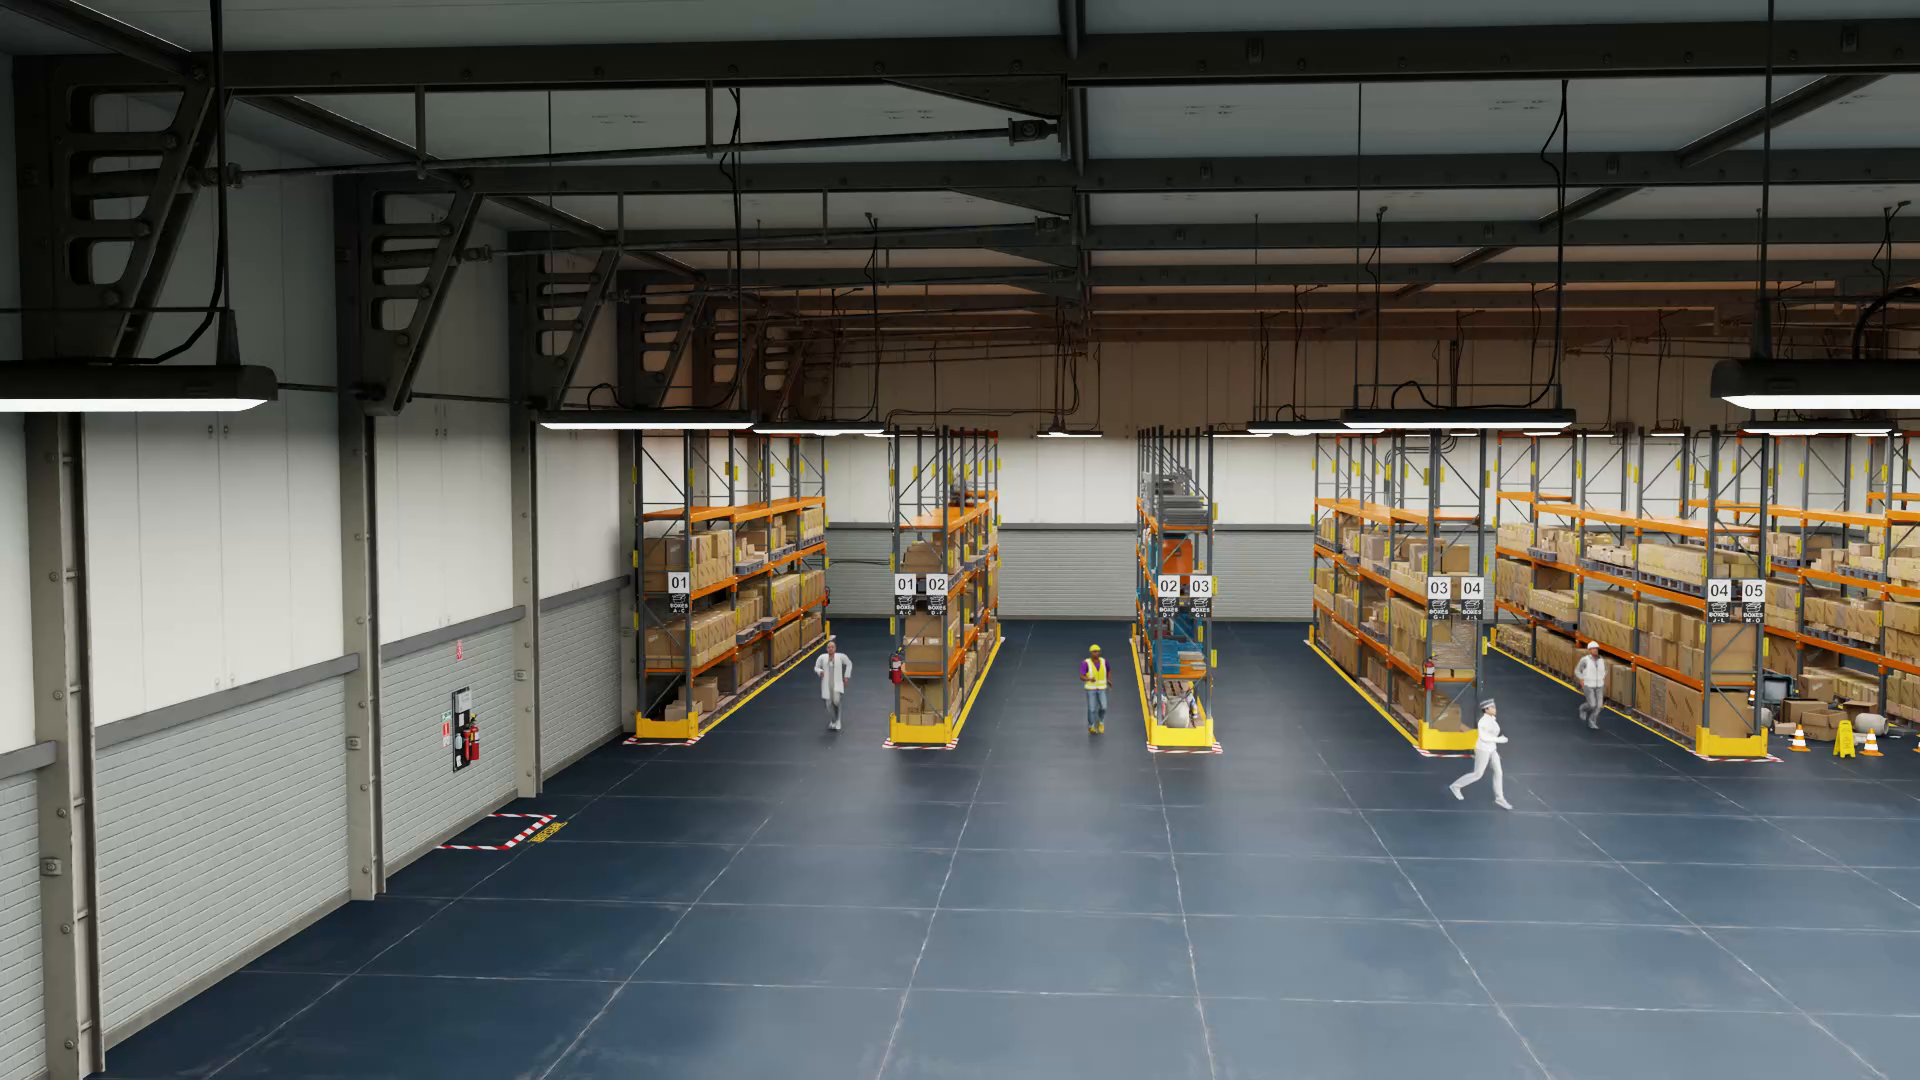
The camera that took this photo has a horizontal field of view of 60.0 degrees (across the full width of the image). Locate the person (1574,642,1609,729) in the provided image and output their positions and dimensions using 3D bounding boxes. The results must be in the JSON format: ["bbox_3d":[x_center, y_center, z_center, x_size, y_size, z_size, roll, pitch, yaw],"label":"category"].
[{"bbox_3d":[12.571,2.878,33.019,0.657,1.722,0.582,0,3,-3],"label":"person"}]

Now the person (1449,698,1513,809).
[{"bbox_3d":[8.176,3.312,26.003,0.937,1.717,0.622,2,4,36],"label":"person"}]

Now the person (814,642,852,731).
[{"bbox_3d":[-2.516,2.879,32.823,0.723,1.763,0.826,0,3,4],"label":"person"}]

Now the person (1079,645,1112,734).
[{"bbox_3d":[2.650,2.900,32.258,0.677,1.741,0.664,0,3,-8],"label":"person"}]
